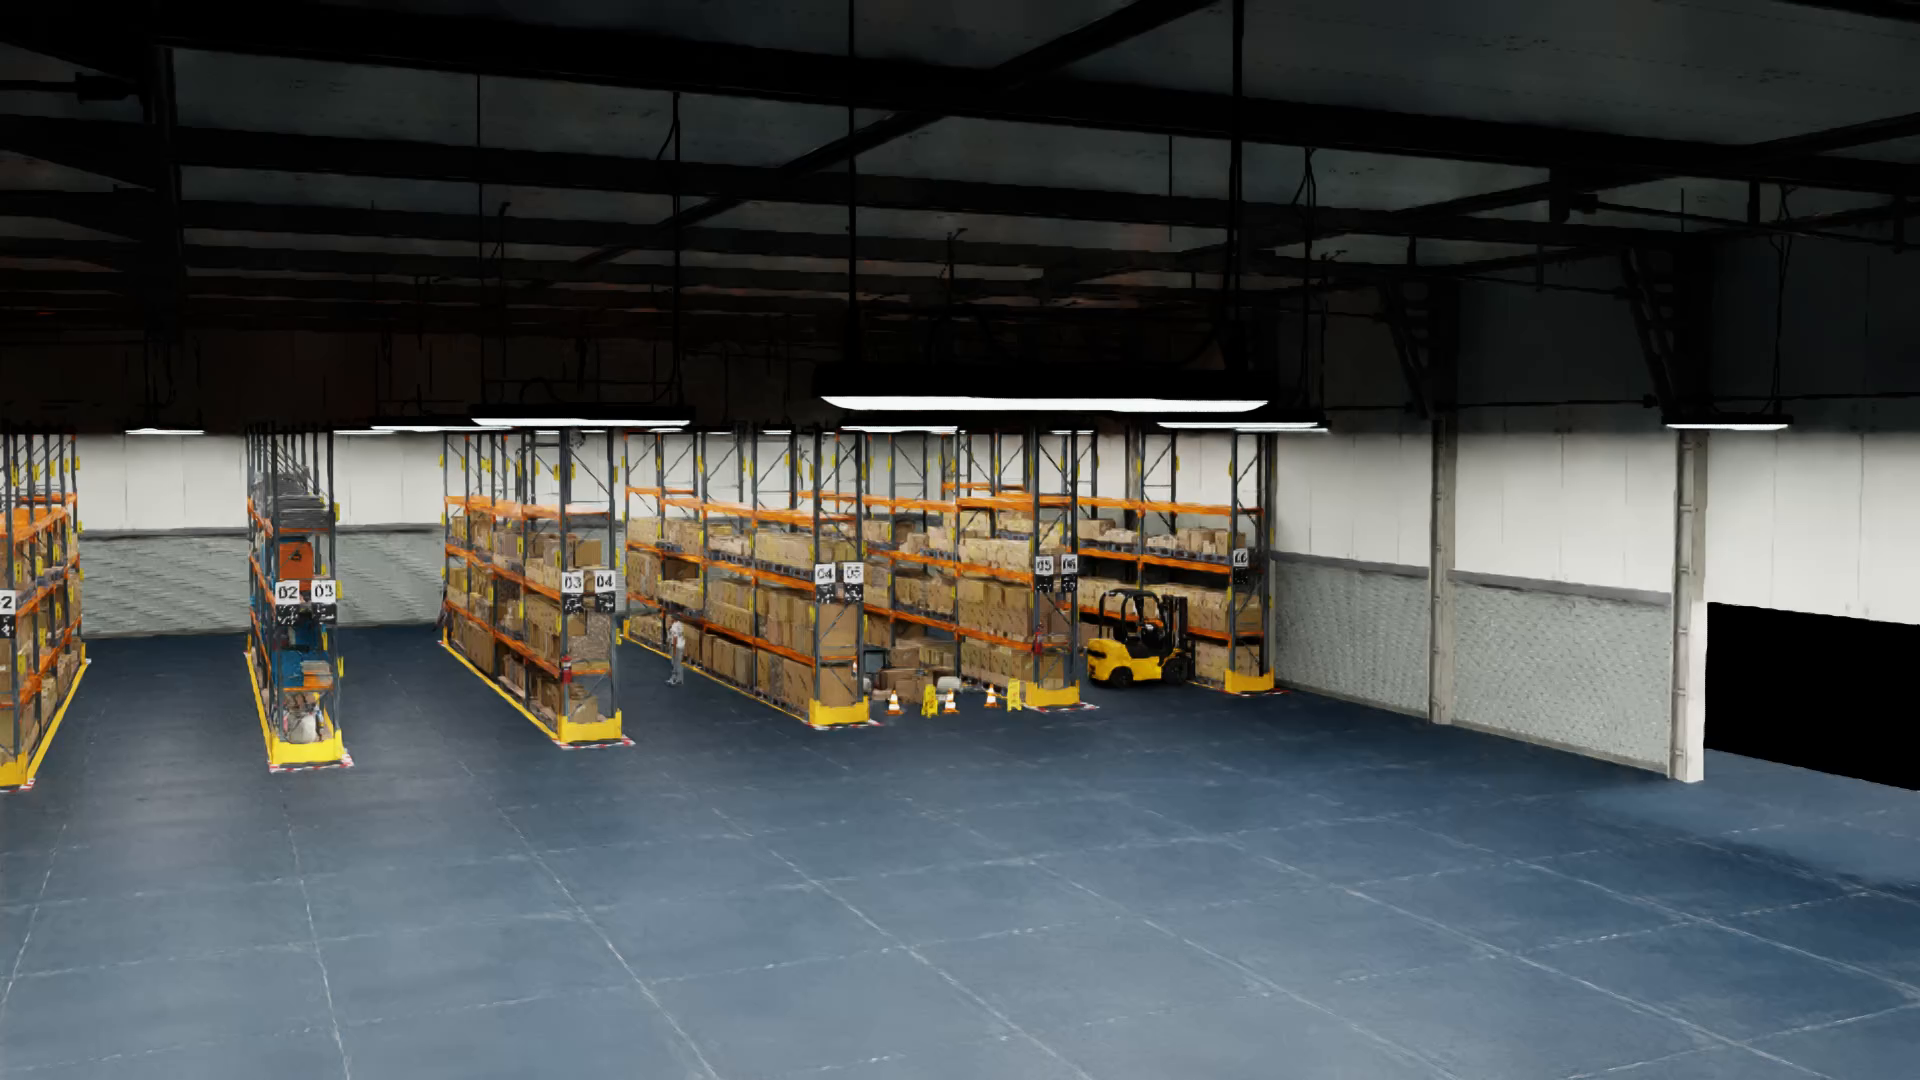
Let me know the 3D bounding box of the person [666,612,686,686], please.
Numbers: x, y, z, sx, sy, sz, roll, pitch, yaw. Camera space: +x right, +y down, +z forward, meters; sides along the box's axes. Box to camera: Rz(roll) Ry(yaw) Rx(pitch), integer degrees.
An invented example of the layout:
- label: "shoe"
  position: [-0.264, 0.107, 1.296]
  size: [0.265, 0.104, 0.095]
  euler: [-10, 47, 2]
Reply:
- label: "person"
  position: [-6.563, 2.491, 38.292]
  size: [0.476, 1.667, 0.523]
  euler: [0, 4, 4]

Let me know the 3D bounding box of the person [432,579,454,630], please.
- label: "person"
  position: [-15.178, 1.814, 48.909]
  size: [0.518, 1.713, 0.728]
  euler: [2, 4, 24]
